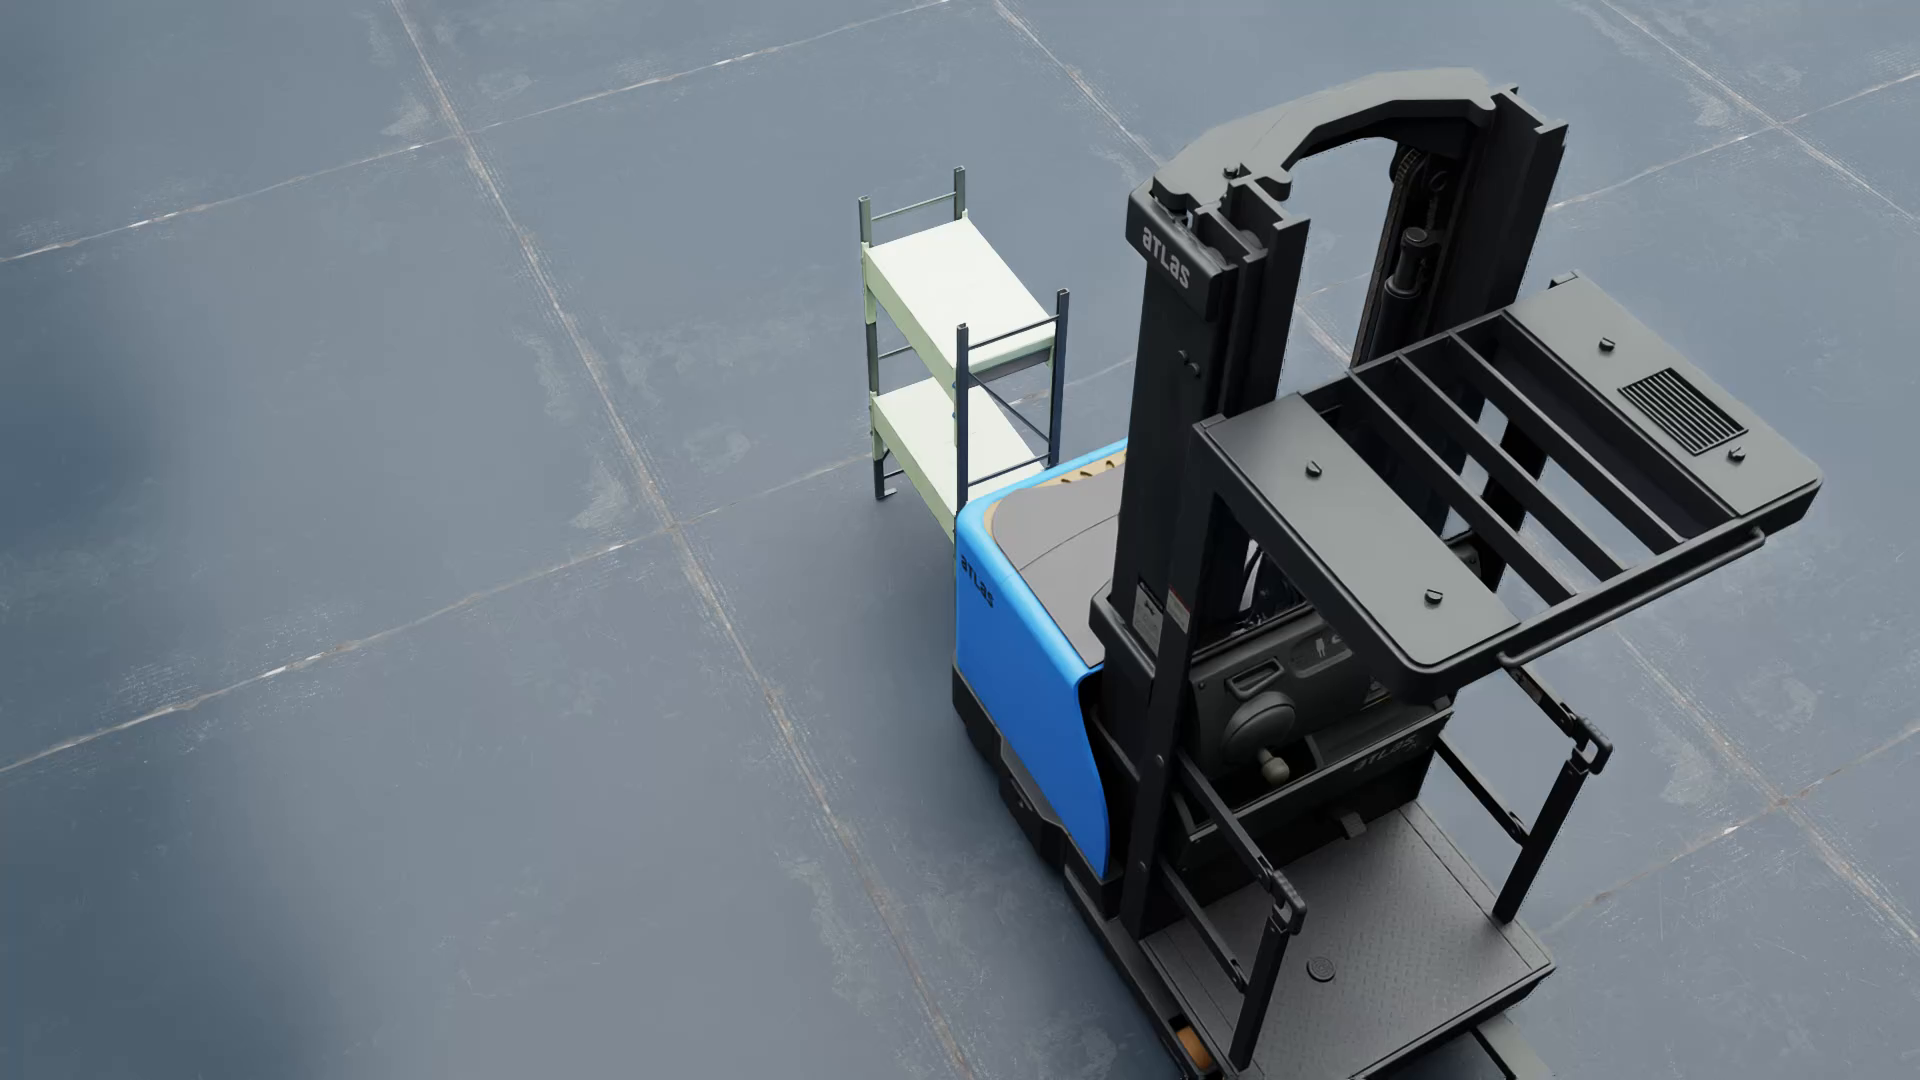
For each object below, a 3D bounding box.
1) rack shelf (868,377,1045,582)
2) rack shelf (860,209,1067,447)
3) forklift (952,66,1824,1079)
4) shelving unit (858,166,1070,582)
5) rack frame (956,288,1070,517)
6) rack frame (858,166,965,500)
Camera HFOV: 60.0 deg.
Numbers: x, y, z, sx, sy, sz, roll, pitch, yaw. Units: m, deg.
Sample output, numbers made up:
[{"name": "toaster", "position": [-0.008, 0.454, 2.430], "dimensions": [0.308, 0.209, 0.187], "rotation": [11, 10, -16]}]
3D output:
[{"name": "rack shelf", "position": [0.003, -0.275, 6.320], "dimensions": [0.431, 0.370, 0.720], "rotation": [-21, 52, -18]}, {"name": "rack shelf", "position": [0.003, -0.746, 5.780], "dimensions": [0.431, 0.370, 0.720], "rotation": [-21, 52, -18]}, {"name": "forklift", "position": [1.117, 0.438, 4.312], "dimensions": [1.130, 2.935, 3.031], "rotation": [-22, 52, -18]}, {"name": "shelving unit", "position": [0.003, -0.489, 6.074], "dimensions": [0.431, 1.500, 0.755], "rotation": [-21, 52, -18]}, {"name": "rack frame", "position": [0.171, -0.244, 5.860], "dimensions": [0.400, 1.500, 0.023], "rotation": [-21, 52, -18]}, {"name": "rack frame", "position": [-0.164, -0.734, 6.288], "dimensions": [0.400, 1.500, 0.023], "rotation": [-21, 52, -18]}]
